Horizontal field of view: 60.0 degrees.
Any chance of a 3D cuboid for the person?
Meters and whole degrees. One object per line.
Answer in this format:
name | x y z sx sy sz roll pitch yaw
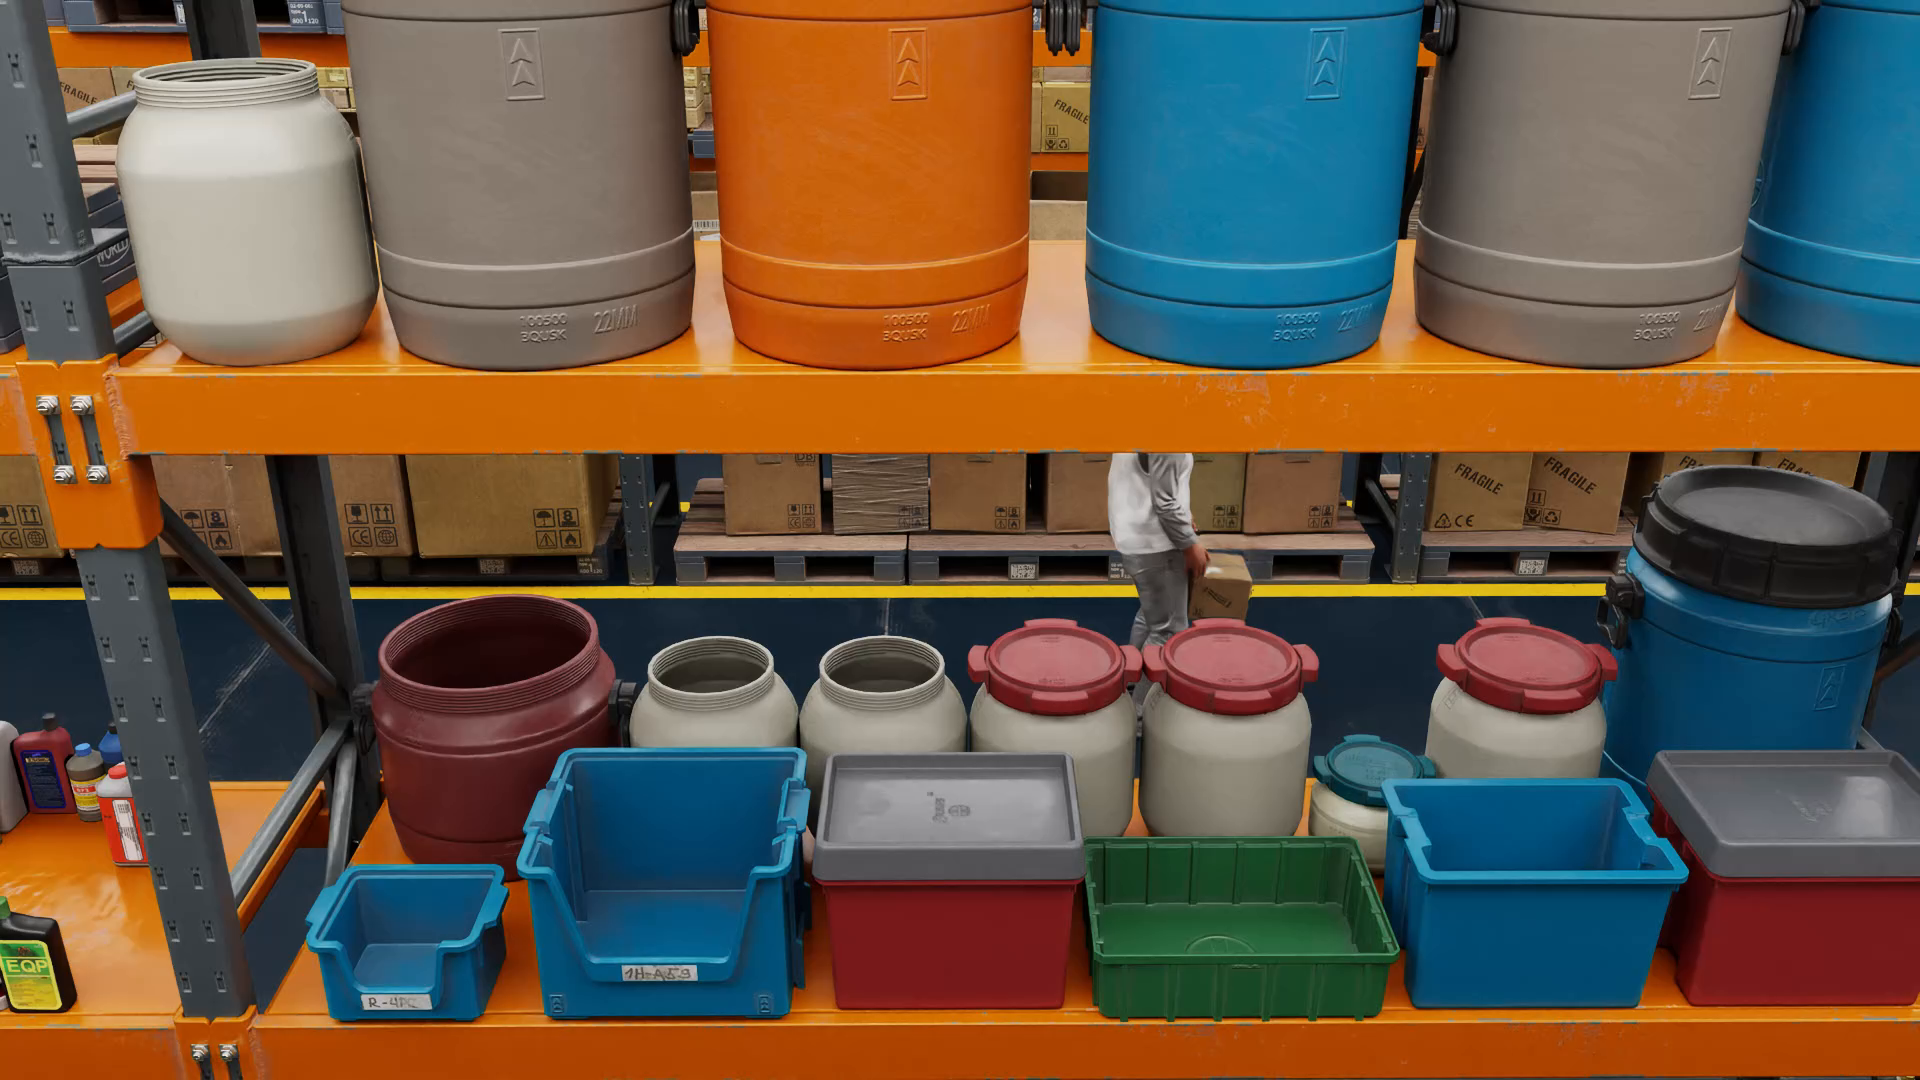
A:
person | 0.837 -0.022 7.112 0.423 1.777 0.555 -1 24 -2
